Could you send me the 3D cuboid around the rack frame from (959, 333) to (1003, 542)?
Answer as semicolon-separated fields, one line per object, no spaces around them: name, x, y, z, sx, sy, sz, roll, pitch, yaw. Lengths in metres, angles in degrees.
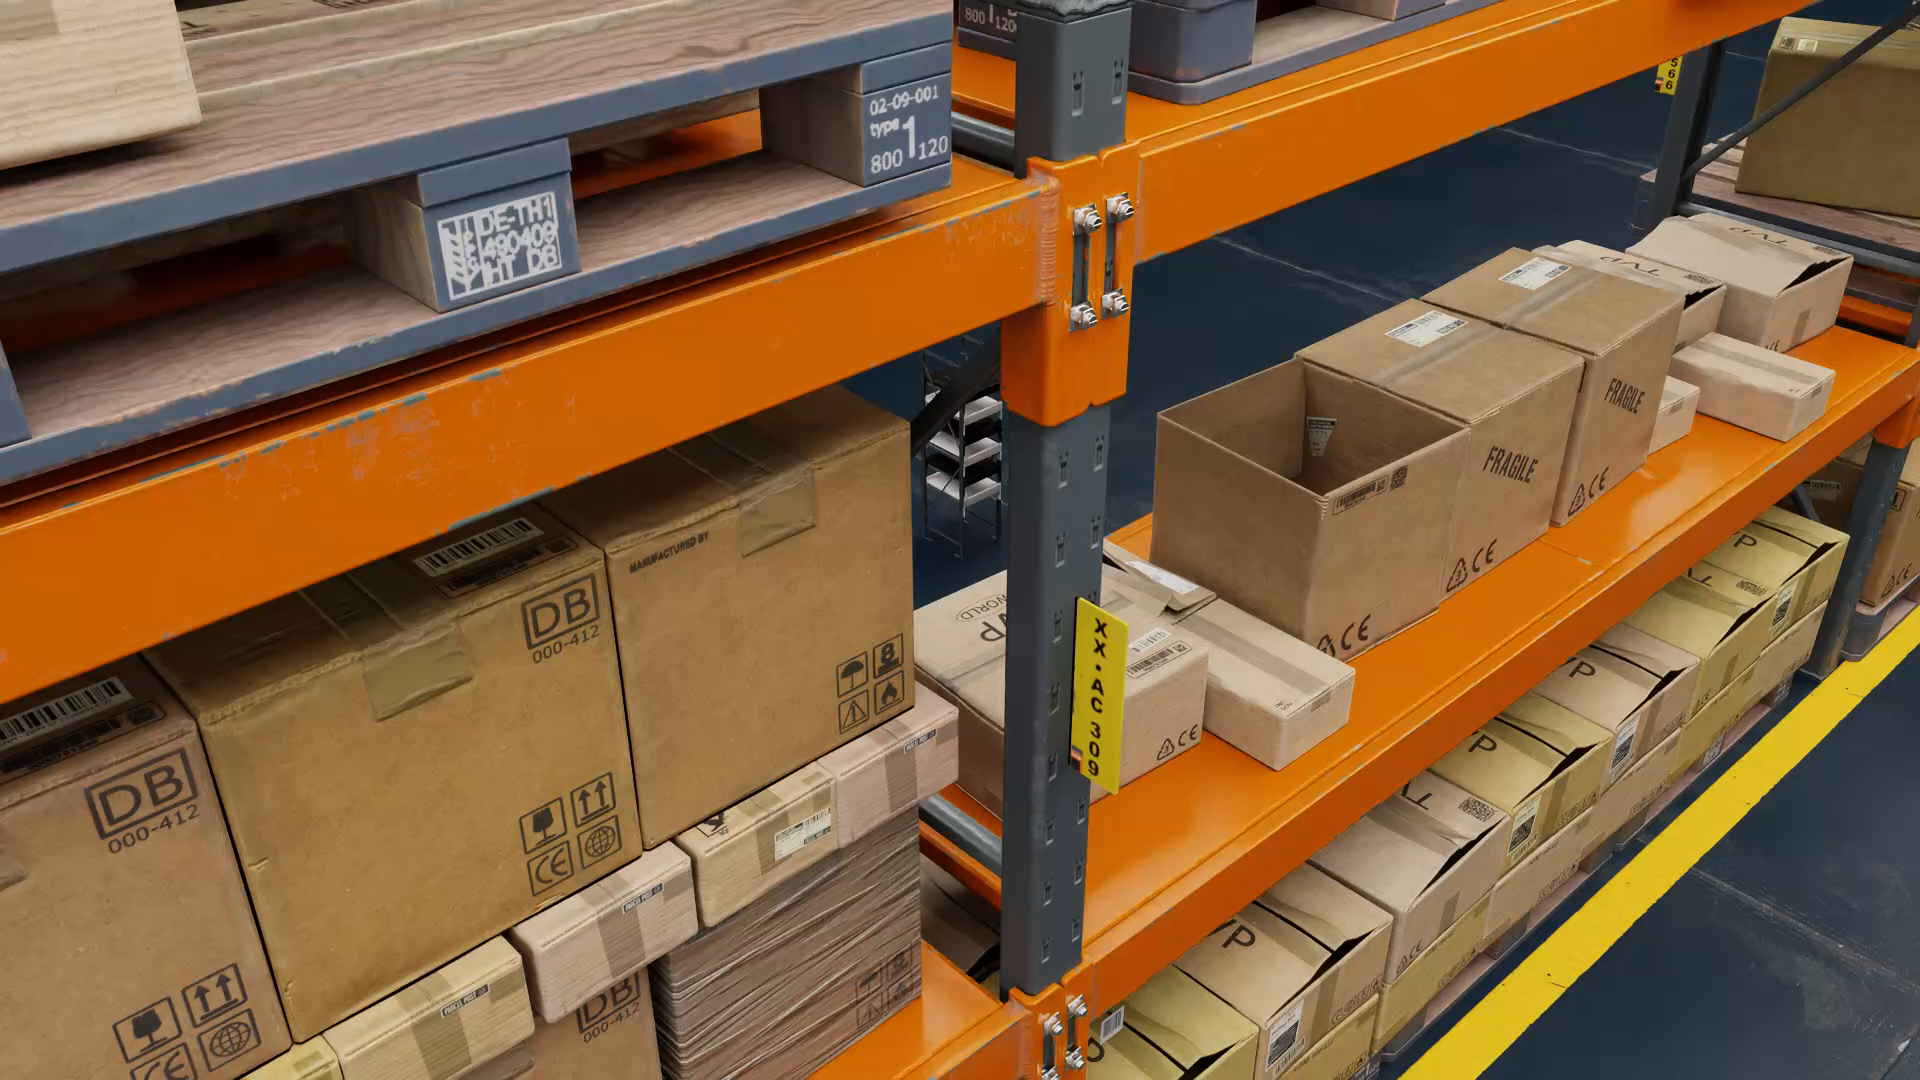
rack frame;0.081;-0.423;6.579;0.006;0.900;0.240;-26;40;-35

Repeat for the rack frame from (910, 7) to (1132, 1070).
rack frame;-0.165;0.436;3.162;0.127;3.000;1.000;-26;40;-35

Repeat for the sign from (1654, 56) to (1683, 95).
sign;2.392;-1.647;5.535;0.005;0.325;0.100;-26;40;-35

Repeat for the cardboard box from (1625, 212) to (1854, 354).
cardboard box;2.472;-0.833;5.322;0.500;0.311;0.500;-23;38;-33

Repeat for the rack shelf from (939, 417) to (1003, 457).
rack shelf;0.006;-0.435;6.490;0.200;0.077;0.258;-26;40;-35

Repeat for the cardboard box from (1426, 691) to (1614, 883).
cardboard box;1.434;0.593;4.600;0.500;0.311;0.500;-25;39;-34

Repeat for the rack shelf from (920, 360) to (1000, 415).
rack shelf;0.006;-0.589;6.396;0.200;0.077;0.258;-26;40;-35

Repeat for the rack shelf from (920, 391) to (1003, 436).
rack shelf;0.006;-0.512;6.443;0.200;0.077;0.258;-26;40;-35

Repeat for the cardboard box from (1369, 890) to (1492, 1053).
cardboard box;1.053;1.016;4.446;0.500;0.250;0.500;-27;41;-37

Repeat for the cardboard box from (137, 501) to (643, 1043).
cardboard box;-0.856;0.179;2.242;0.500;0.500;0.700;-26;40;-36

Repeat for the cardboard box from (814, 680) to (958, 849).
cardboard box;-0.219;0.295;2.675;0.250;0.149;0.380;-26;40;-35

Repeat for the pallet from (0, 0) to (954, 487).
pallet;-0.773;-0.494;1.891;1.213;0.211;1.003;-26;40;-35

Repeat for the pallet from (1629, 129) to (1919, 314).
pallet;3.217;-1.168;5.969;1.003;0.211;1.213;-26;40;-35

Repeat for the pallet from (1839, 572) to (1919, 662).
pallet;3.341;-0.044;6.619;1.213;0.211;1.003;-26;40;-35

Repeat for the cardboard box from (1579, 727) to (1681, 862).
cardboard box;1.802;0.652;5.041;0.500;0.250;0.500;-25;39;-34

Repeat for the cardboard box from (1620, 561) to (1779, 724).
cardboard box;2.175;0.239;5.180;0.500;0.311;0.500;-27;40;-36

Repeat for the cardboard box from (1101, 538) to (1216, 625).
cardboard box;0.355;0.111;3.822;0.258;0.266;0.396;-27;40;-37

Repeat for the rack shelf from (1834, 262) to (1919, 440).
rack shelf;4.235;-1.385;6.830;4.000;0.370;1.077;-26;40;-35

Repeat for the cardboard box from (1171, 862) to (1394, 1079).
cardboard box;0.678;0.964;3.994;0.500;0.311;0.500;-26;40;-36

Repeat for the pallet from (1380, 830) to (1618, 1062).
pallet;1.244;0.914;5.052;1.213;0.211;1.003;-26;40;-35

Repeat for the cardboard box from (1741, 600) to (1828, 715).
cardboard box;2.548;0.291;5.632;0.500;0.250;0.500;-25;39;-34

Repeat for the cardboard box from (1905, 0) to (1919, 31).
cardboard box;3.954;-1.723;6.193;0.500;0.500;0.700;-18;36;-27

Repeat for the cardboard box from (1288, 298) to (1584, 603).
cardboard box;1.163;-0.237;4.167;0.500;0.500;0.500;-26;40;-35

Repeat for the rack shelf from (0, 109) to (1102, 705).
rack shelf;-1.632;0.173;1.407;4.000;0.370;1.077;-26;40;-35

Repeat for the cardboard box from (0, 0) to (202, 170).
cardboard box;-0.864;-0.443;1.428;0.250;0.149;0.380;-26;40;-35

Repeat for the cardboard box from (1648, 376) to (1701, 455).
cardboard box;1.871;-0.402;4.773;0.250;0.149;0.380;-23;38;-32

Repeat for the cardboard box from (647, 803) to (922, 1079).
cardboard box;-0.486;0.553;2.874;0.500;0.500;0.700;-27;41;-37

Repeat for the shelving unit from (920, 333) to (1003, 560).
shelving unit;0.006;-0.387;6.520;0.210;0.900;0.258;-26;40;-35

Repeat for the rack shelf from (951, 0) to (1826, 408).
rack shelf;1.302;-1.246;3.727;4.000;0.370;1.077;-26;40;-35

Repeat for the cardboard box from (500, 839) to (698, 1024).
cardboard box;-0.592;0.476;2.379;0.250;0.149;0.380;-27;41;-37

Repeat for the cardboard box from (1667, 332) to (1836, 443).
cardboard box;2.297;-0.451;4.853;0.250;0.149;0.380;-26;40;-35

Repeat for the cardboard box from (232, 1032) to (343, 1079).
cardboard box;-0.966;0.655;2.086;0.250;0.149;0.380;-26;40;-36

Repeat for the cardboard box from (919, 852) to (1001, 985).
cardboard box;-0.063;0.937;4.038;0.500;0.311;0.500;-26;40;-35
